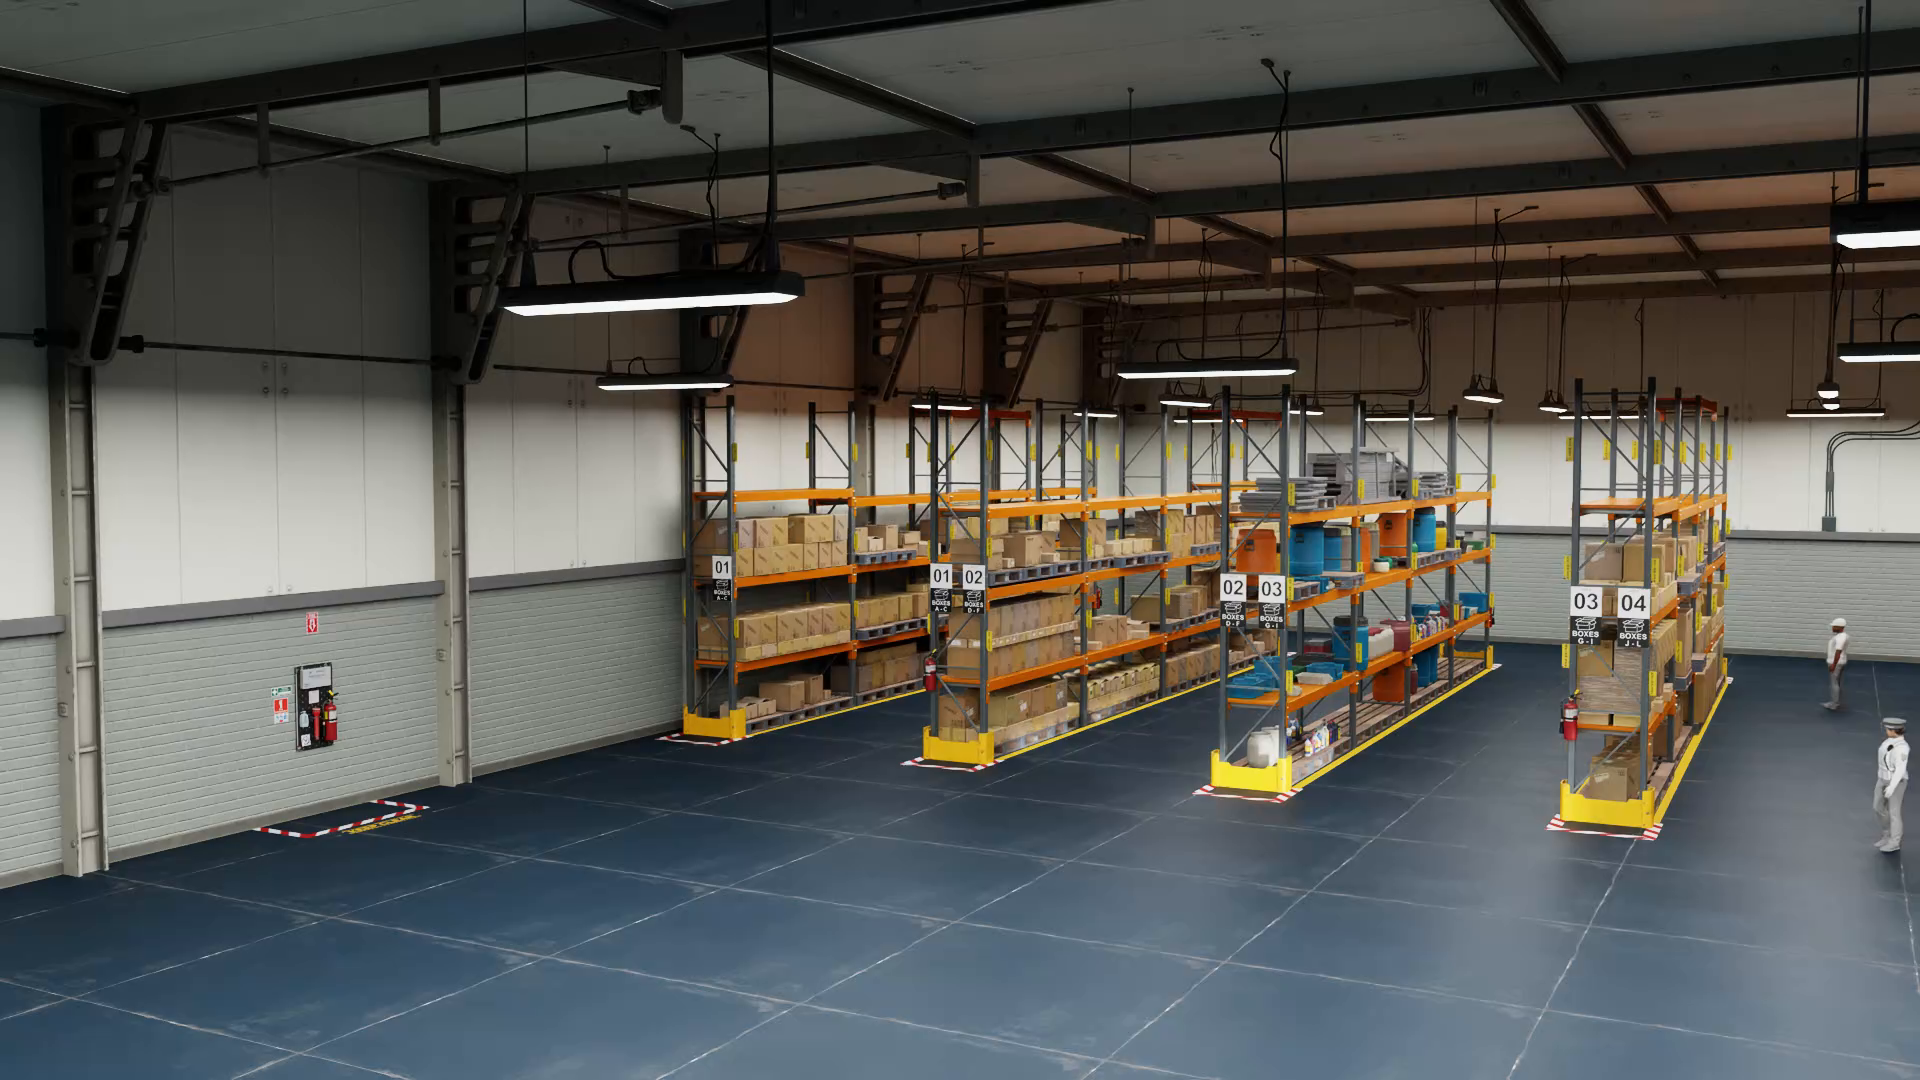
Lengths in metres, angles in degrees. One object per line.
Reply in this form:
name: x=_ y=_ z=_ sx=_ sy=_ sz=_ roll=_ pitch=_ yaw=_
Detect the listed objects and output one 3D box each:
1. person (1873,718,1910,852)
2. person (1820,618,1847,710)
person: x=11.698 y=3.086 z=20.916 sx=0.383 sy=1.717 sz=0.548 roll=0 pitch=3 yaw=-1
person: x=17.055 y=2.410 z=32.474 sx=0.526 sy=1.773 sz=0.574 roll=3 pitch=4 yaw=42
